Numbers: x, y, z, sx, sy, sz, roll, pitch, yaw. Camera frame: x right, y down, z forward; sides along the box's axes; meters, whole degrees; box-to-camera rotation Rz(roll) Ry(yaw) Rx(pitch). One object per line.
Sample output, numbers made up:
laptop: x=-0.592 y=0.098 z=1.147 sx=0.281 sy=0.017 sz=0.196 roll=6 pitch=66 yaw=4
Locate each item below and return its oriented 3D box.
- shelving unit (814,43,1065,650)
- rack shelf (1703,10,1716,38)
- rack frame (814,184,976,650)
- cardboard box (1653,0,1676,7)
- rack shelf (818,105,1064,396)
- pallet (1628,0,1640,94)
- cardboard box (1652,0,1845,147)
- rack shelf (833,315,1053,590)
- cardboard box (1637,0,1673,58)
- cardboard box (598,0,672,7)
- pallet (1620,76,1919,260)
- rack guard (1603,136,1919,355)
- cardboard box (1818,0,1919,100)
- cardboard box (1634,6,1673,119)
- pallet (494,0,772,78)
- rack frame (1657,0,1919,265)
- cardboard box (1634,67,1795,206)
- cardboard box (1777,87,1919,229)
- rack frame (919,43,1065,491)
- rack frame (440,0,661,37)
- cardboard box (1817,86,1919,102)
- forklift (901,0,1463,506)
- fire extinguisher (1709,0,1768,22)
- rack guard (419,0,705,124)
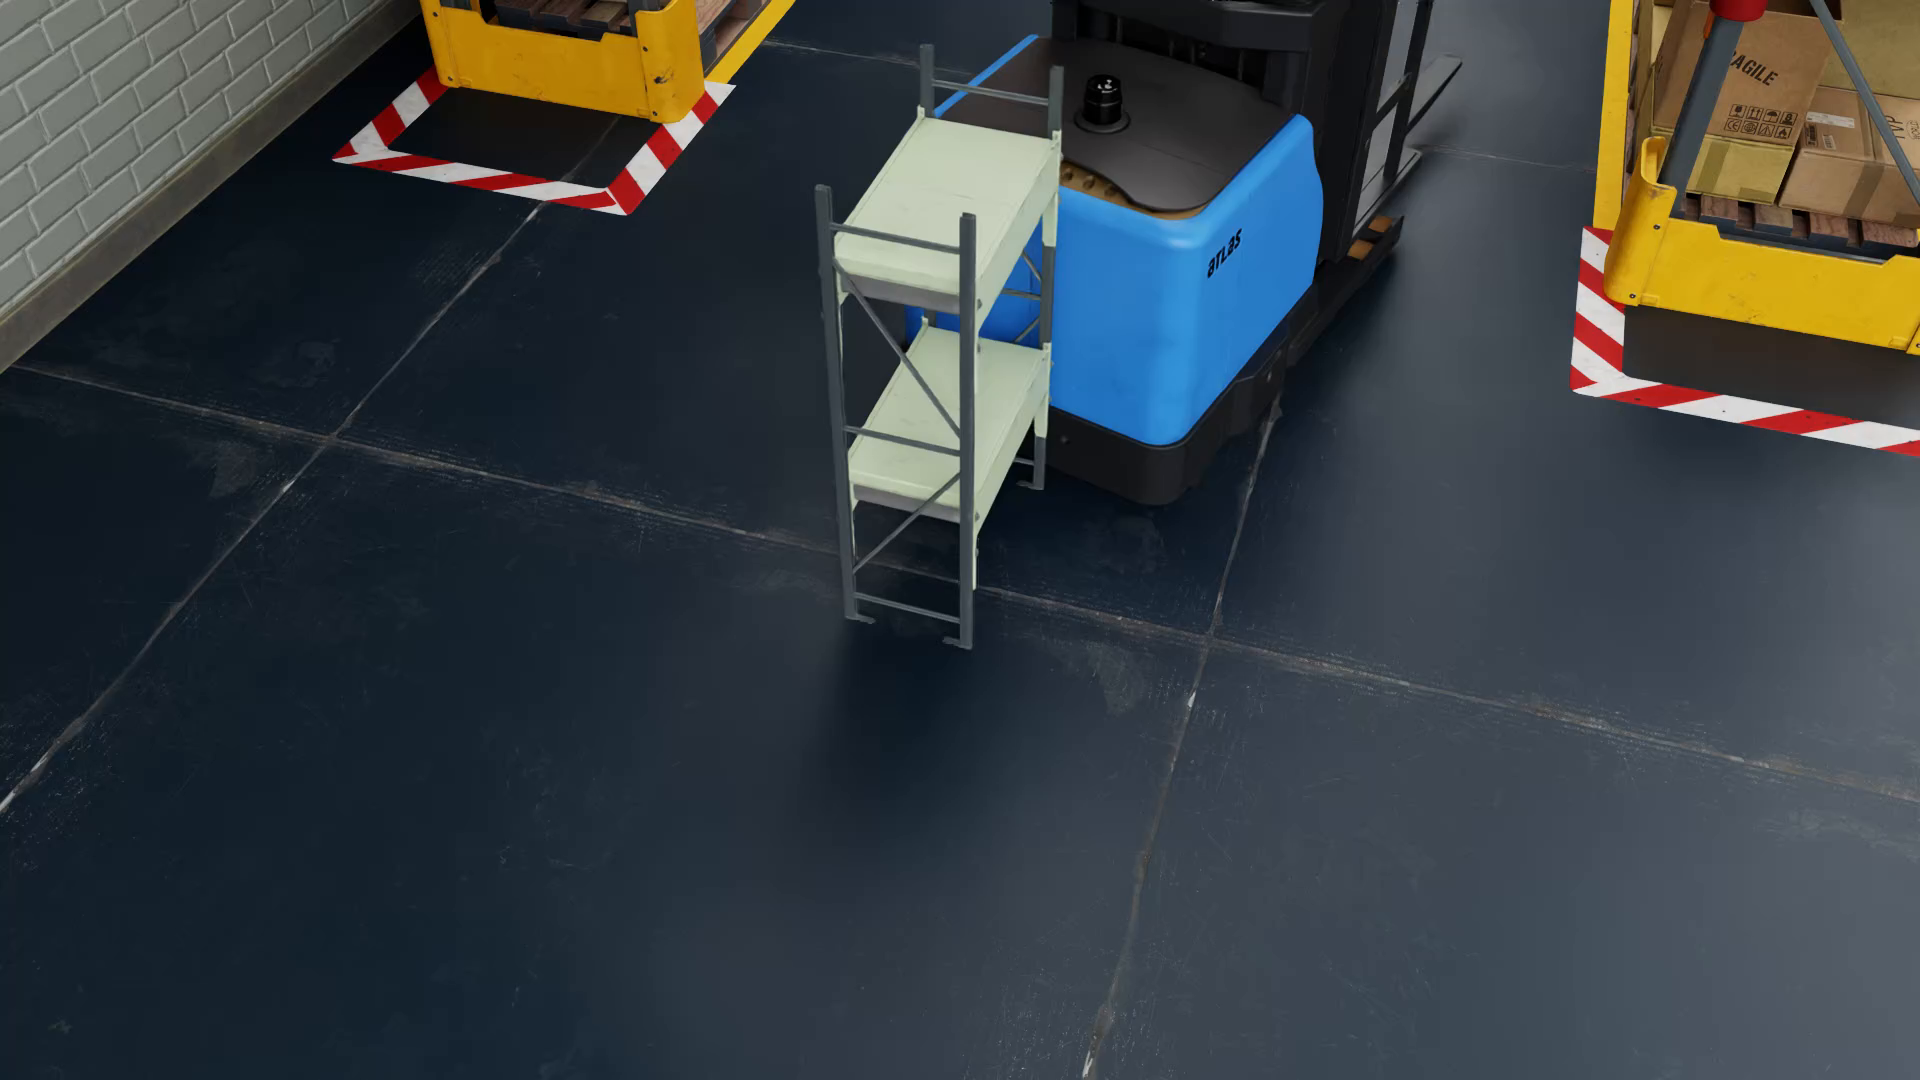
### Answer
shelving unit: x=-0.036 y=-0.504 z=4.693 sx=0.431 sy=1.500 sz=0.755 roll=13 pitch=46 yaw=13
rack shelf: x=3.602 y=-3.044 z=6.731 sx=1.077 sy=0.370 sz=4.000 roll=13 pitch=46 yaw=13
rack frame: x=-0.155 y=-0.262 z=4.446 sx=0.400 sy=1.500 sz=0.023 roll=13 pitch=46 yaw=13
cardboard box: x=3.164 y=-2.494 z=6.783 sx=0.500 sy=0.500 sz=0.500 roll=13 pitch=46 yaw=13
rack shelf: x=-0.036 y=-0.783 z=4.420 sx=0.431 sy=0.370 sz=0.720 roll=13 pitch=46 yaw=13
pallet: x=3.559 y=-2.301 z=7.450 sx=1.003 sy=0.211 sz=1.213 roll=13 pitch=46 yaw=13
cardboard box: x=2.875 y=-1.824 z=6.099 sx=0.500 sy=0.500 sz=0.500 roll=13 pitch=46 yaw=13
rack shelf: x=-0.036 y=-0.271 z=4.921 sx=0.431 sy=0.370 sz=0.720 roll=13 pitch=46 yaw=13
cardboard box: x=3.167 y=-2.225 z=7.045 sx=0.500 sy=0.250 sz=0.500 roll=13 pitch=46 yaw=13
cardboard box: x=-1.431 y=-2.653 z=7.425 sx=0.500 sy=0.311 sz=0.500 roll=8 pitch=45 yaw=8
pallet: x=3.188 y=-1.490 z=6.622 sx=1.003 sy=0.211 sz=1.213 roll=13 pitch=46 yaw=13
rack guard: x=2.989 y=-1.059 z=5.975 sx=1.175 sy=0.500 sz=0.348 roll=13 pitch=46 yaw=13
cardboard box: x=3.520 y=-2.048 z=6.327 sx=0.500 sy=0.500 sz=0.500 roll=13 pitch=46 yaw=13
cardboard box: x=3.017 y=-1.891 z=6.704 sx=0.500 sy=0.250 sz=0.500 roll=13 pitch=46 yaw=13
pallet: x=-1.423 y=-2.603 z=7.759 sx=1.003 sy=0.211 sz=1.213 roll=13 pitch=46 yaw=13
rack frame: x=2.996 y=-1.968 z=5.117 sx=1.000 sy=3.000 sz=0.127 roll=13 pitch=46 yaw=13
cardboard box: x=2.877 y=-1.556 z=6.361 sx=0.500 sy=0.250 sz=0.500 roll=13 pitch=46 yaw=13
cardboard box: x=3.371 y=-1.446 z=6.249 sx=0.500 sy=0.250 sz=0.500 roll=13 pitch=46 yaw=13
rack frame: x=0.083 y=-0.746 z=4.940 sx=0.400 sy=1.500 sz=0.023 roll=13 pitch=46 yaw=13
rack frame: x=-1.726 y=-3.015 z=6.186 sx=1.000 sy=3.000 sz=0.127 roll=13 pitch=46 yaw=13
cardboard box: x=3.519 y=-1.780 z=6.590 sx=0.500 sy=0.250 sz=0.500 roll=13 pitch=46 yaw=13
forklift: x=1.023 y=-2.165 z=5.367 sx=1.130 sy=2.935 sz=3.031 roll=24 pitch=49 yaw=23
fire extinguisher: x=2.518 y=-1.960 z=5.164 sx=0.296 sy=0.674 sz=0.183 roll=13 pitch=46 yaw=13
rack guard: x=-1.703 y=-2.172 z=7.112 sx=1.175 sy=0.500 sz=0.348 roll=13 pitch=46 yaw=13
